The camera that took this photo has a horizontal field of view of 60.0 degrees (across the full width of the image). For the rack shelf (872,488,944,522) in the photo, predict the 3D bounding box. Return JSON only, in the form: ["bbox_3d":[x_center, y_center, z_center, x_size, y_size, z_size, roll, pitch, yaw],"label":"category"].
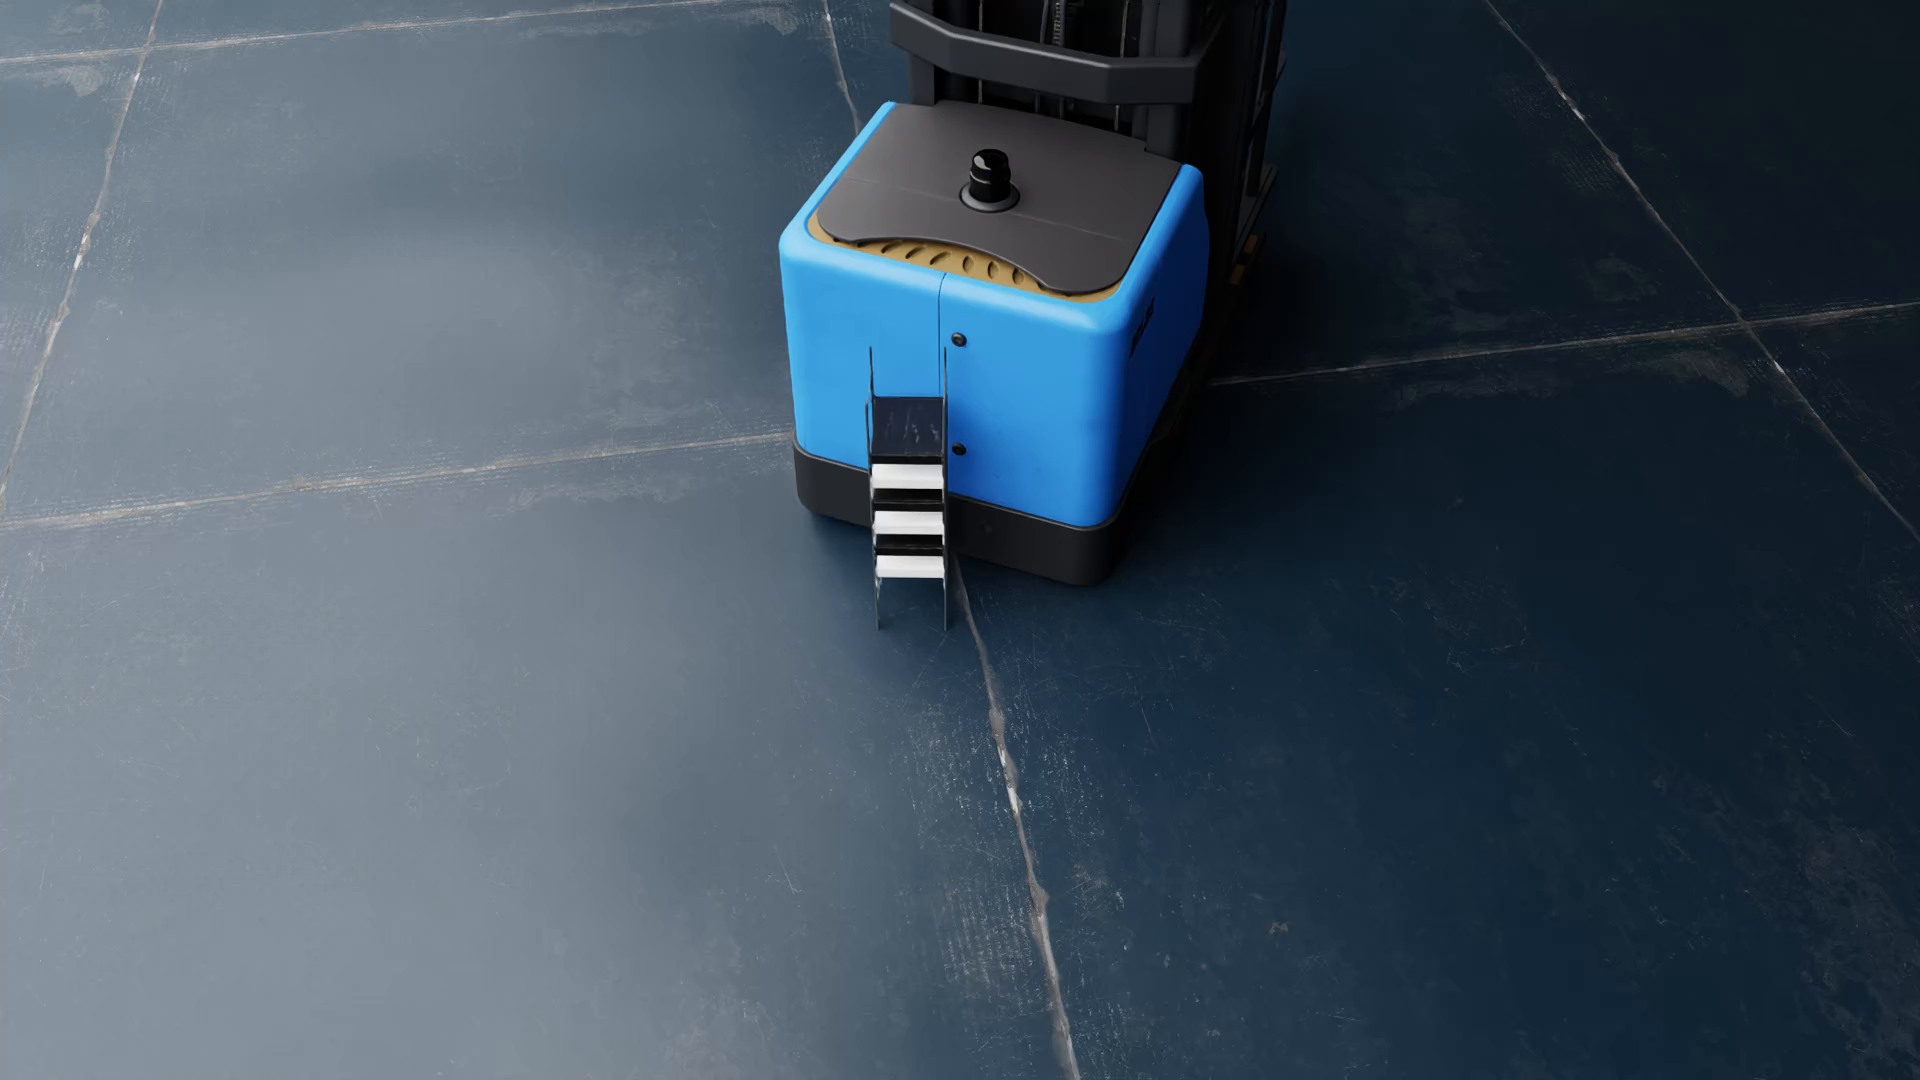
[{"bbox_3d":[-0.143,-0.166,4.706,0.200,0.077,0.258,1,46,1],"label":"rack shelf"}]

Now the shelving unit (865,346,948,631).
[{"bbox_3d":[-0.143,-0.126,4.747,0.210,0.900,0.258,1,46,1],"label":"shelving unit"}]

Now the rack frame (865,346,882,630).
[{"bbox_3d":[-0.244,-0.127,4.748,0.006,0.900,0.240,1,46,1],"label":"rack frame"}]

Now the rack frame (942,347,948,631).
[{"bbox_3d":[-0.041,-0.125,4.746,0.006,0.900,0.240,1,46,1],"label":"rack frame"}]

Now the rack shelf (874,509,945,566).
[{"bbox_3d":[-0.143,-0.041,4.836,0.200,0.077,0.258,1,46,1],"label":"rack shelf"}]

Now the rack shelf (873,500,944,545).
[{"bbox_3d":[-0.143,-0.103,4.771,0.200,0.077,0.258,1,46,1],"label":"rack shelf"}]

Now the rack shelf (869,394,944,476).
[{"bbox_3d":[-0.143,-0.290,4.576,0.200,0.077,0.258,1,46,1],"label":"rack shelf"}]

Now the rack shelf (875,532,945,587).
[{"bbox_3d":[-0.143,0.022,4.900,0.200,0.077,0.258,1,46,1],"label":"rack shelf"}]

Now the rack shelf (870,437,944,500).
[{"bbox_3d":[-0.143,-0.228,4.641,0.200,0.077,0.258,1,46,1],"label":"rack shelf"}]

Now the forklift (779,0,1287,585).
[{"bbox_3d":[0.488,-1.960,5.103,1.130,2.935,3.031,16,48,15],"label":"forklift"}]
